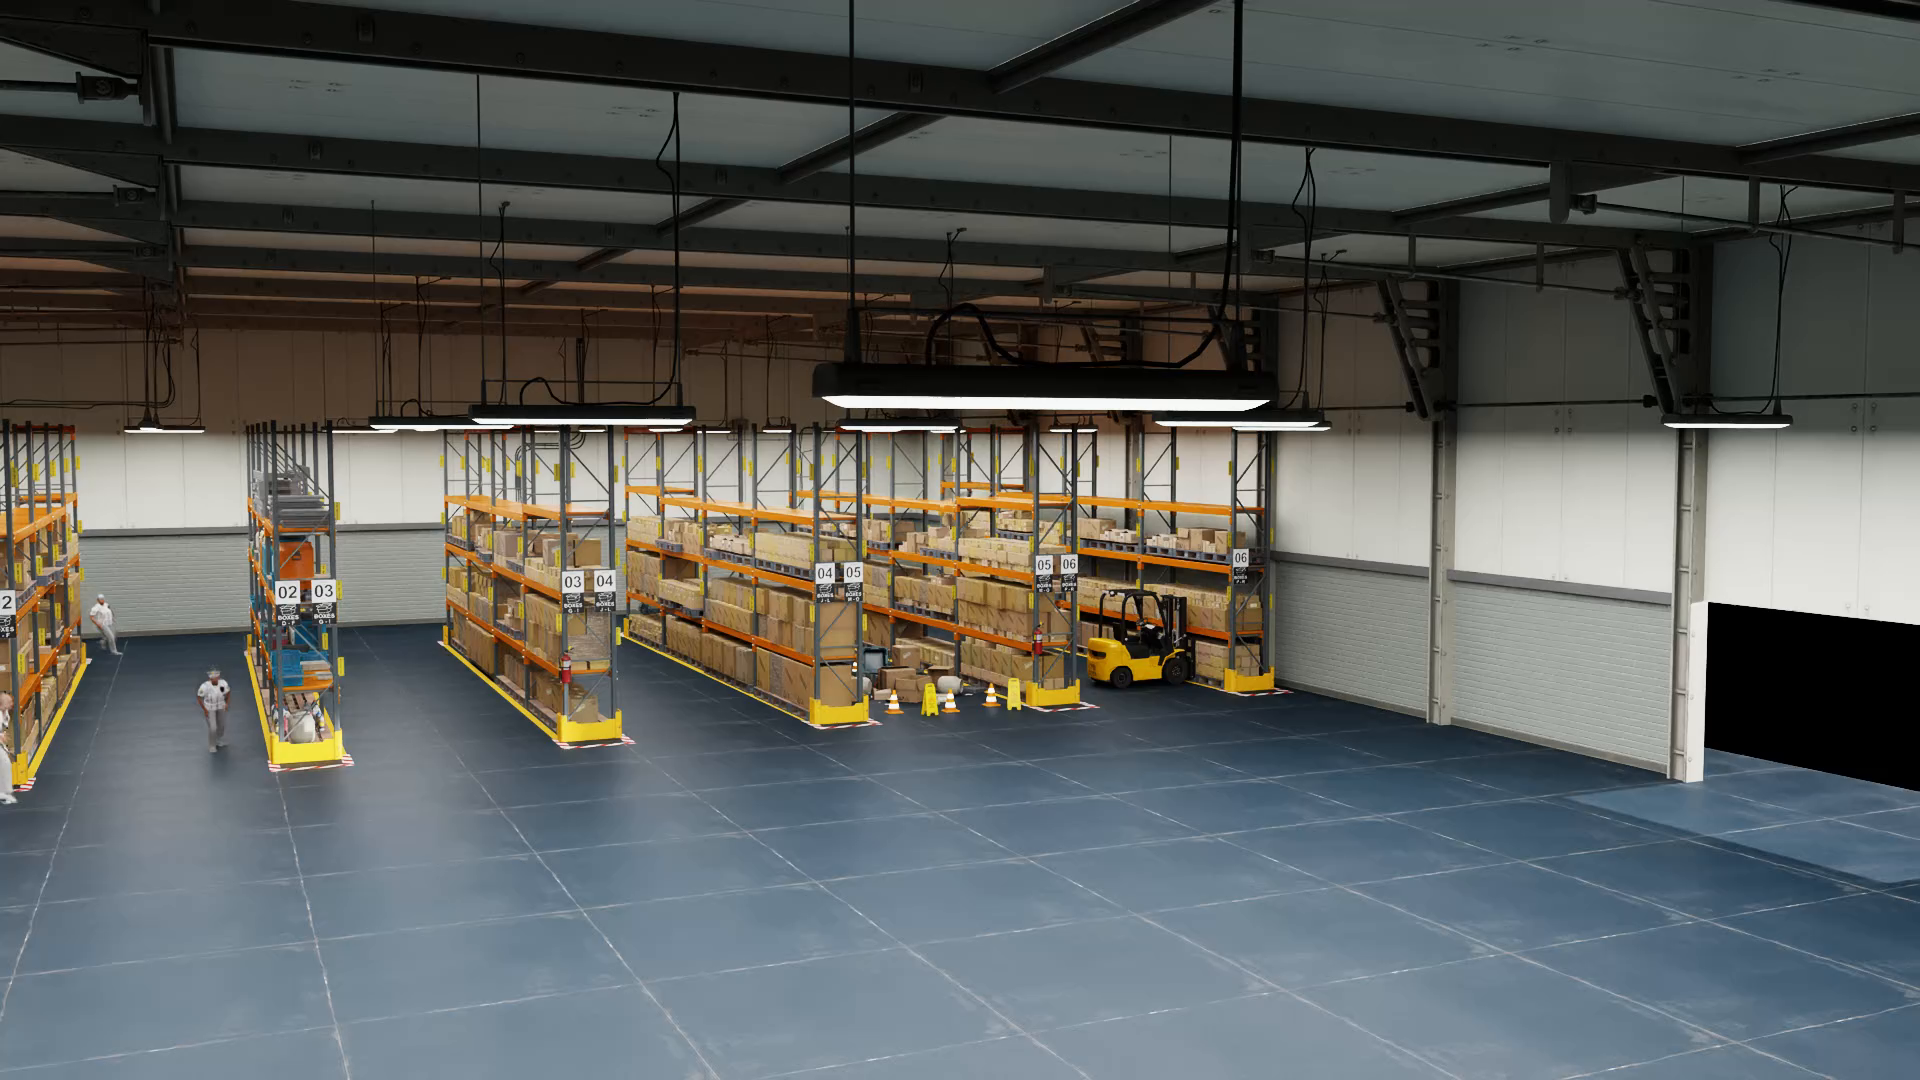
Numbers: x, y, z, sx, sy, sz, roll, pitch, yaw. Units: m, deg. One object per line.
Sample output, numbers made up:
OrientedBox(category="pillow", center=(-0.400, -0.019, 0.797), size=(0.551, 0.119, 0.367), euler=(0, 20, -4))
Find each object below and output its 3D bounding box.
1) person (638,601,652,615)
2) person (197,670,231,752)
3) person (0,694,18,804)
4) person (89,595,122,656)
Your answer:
OrientedBox(category="person", center=(-9.376, 1.826, 49.600), size=(0.548, 1.573, 0.783), euler=(3, 4, 37))
OrientedBox(category="person", center=(-13.558, 3.083, 30.261), size=(0.818, 1.525, 0.647), euler=(3, 5, 39))
OrientedBox(category="person", center=(-15.247, 3.269, 25.941), size=(1.099, 1.745, 0.745), euler=(0, 4, -2))
OrientedBox(category="person", center=(-22.307, 2.217, 43.307), size=(0.731, 1.609, 0.660), euler=(1, 4, 16))
